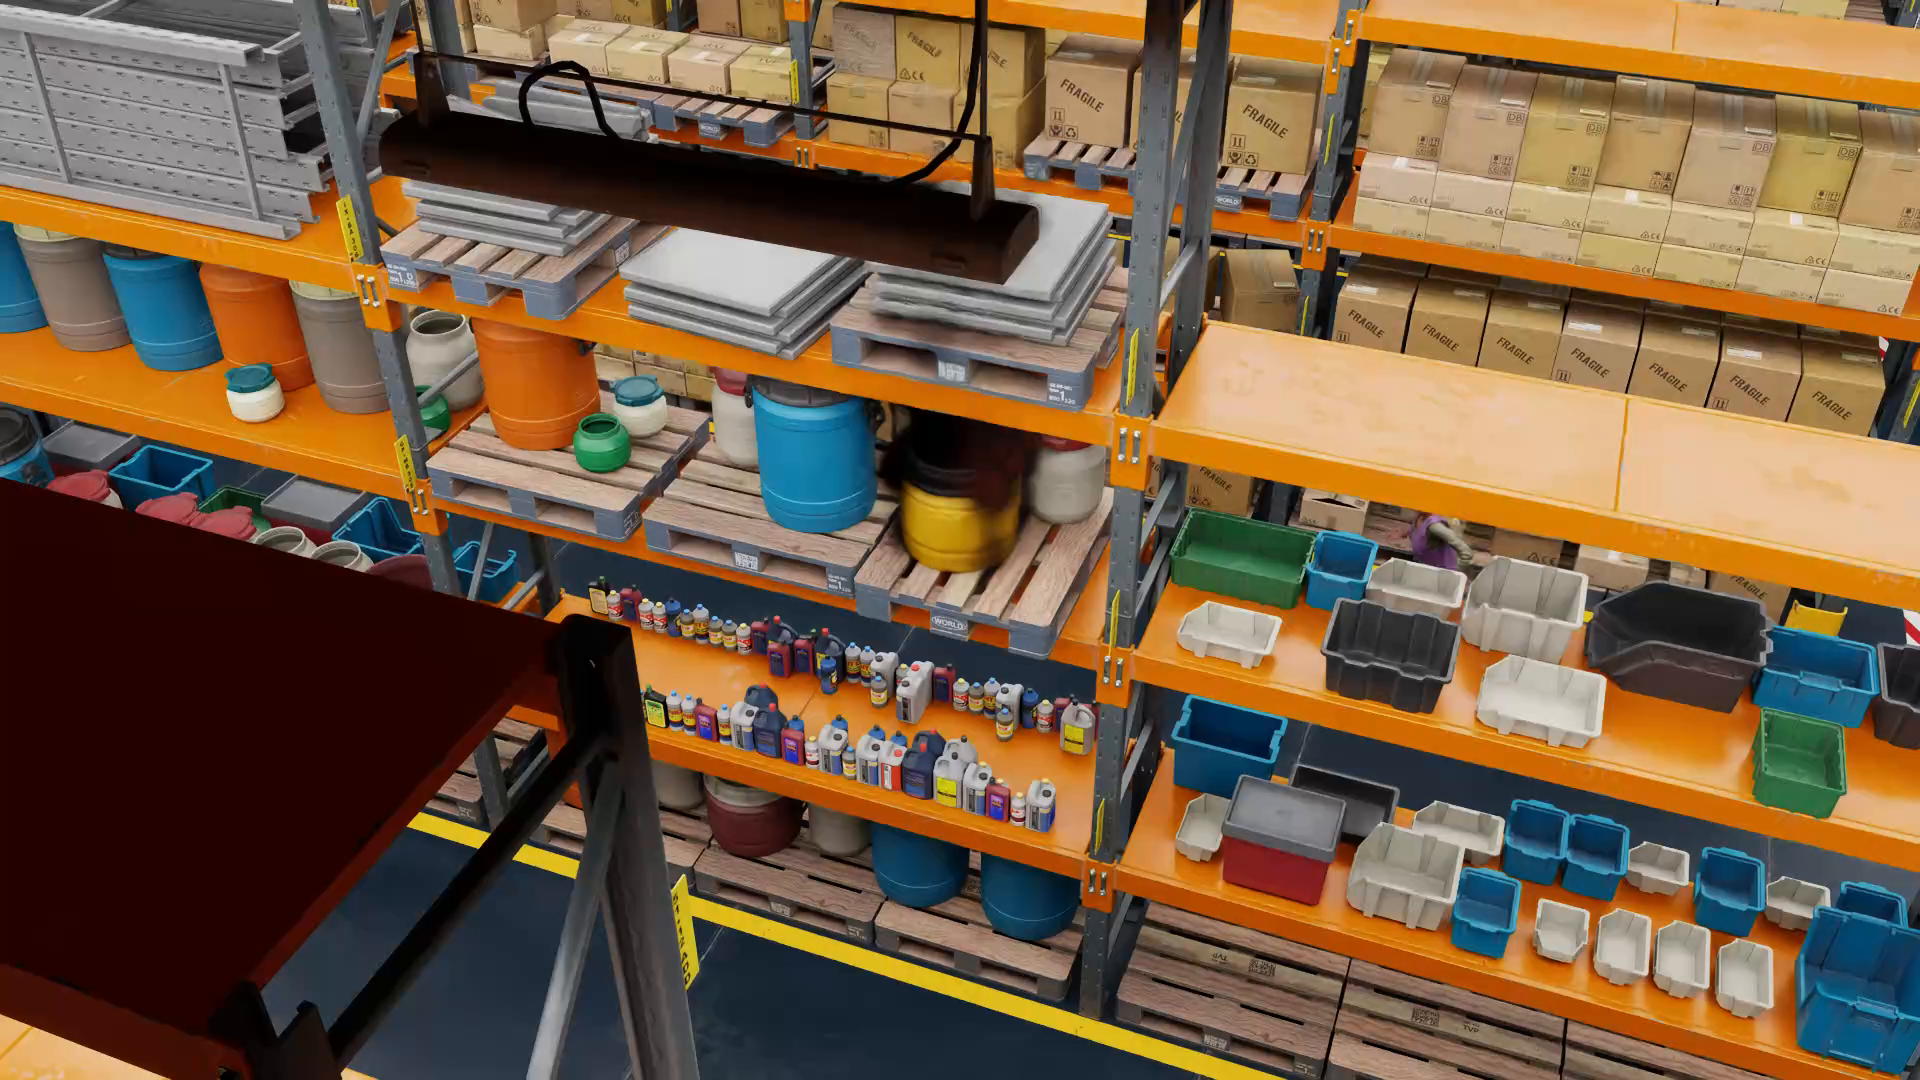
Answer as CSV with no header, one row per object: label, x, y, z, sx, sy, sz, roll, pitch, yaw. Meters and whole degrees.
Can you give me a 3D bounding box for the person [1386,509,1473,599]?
person,3.282,0.355,11.329,0.860,1.522,0.536,11,38,14
